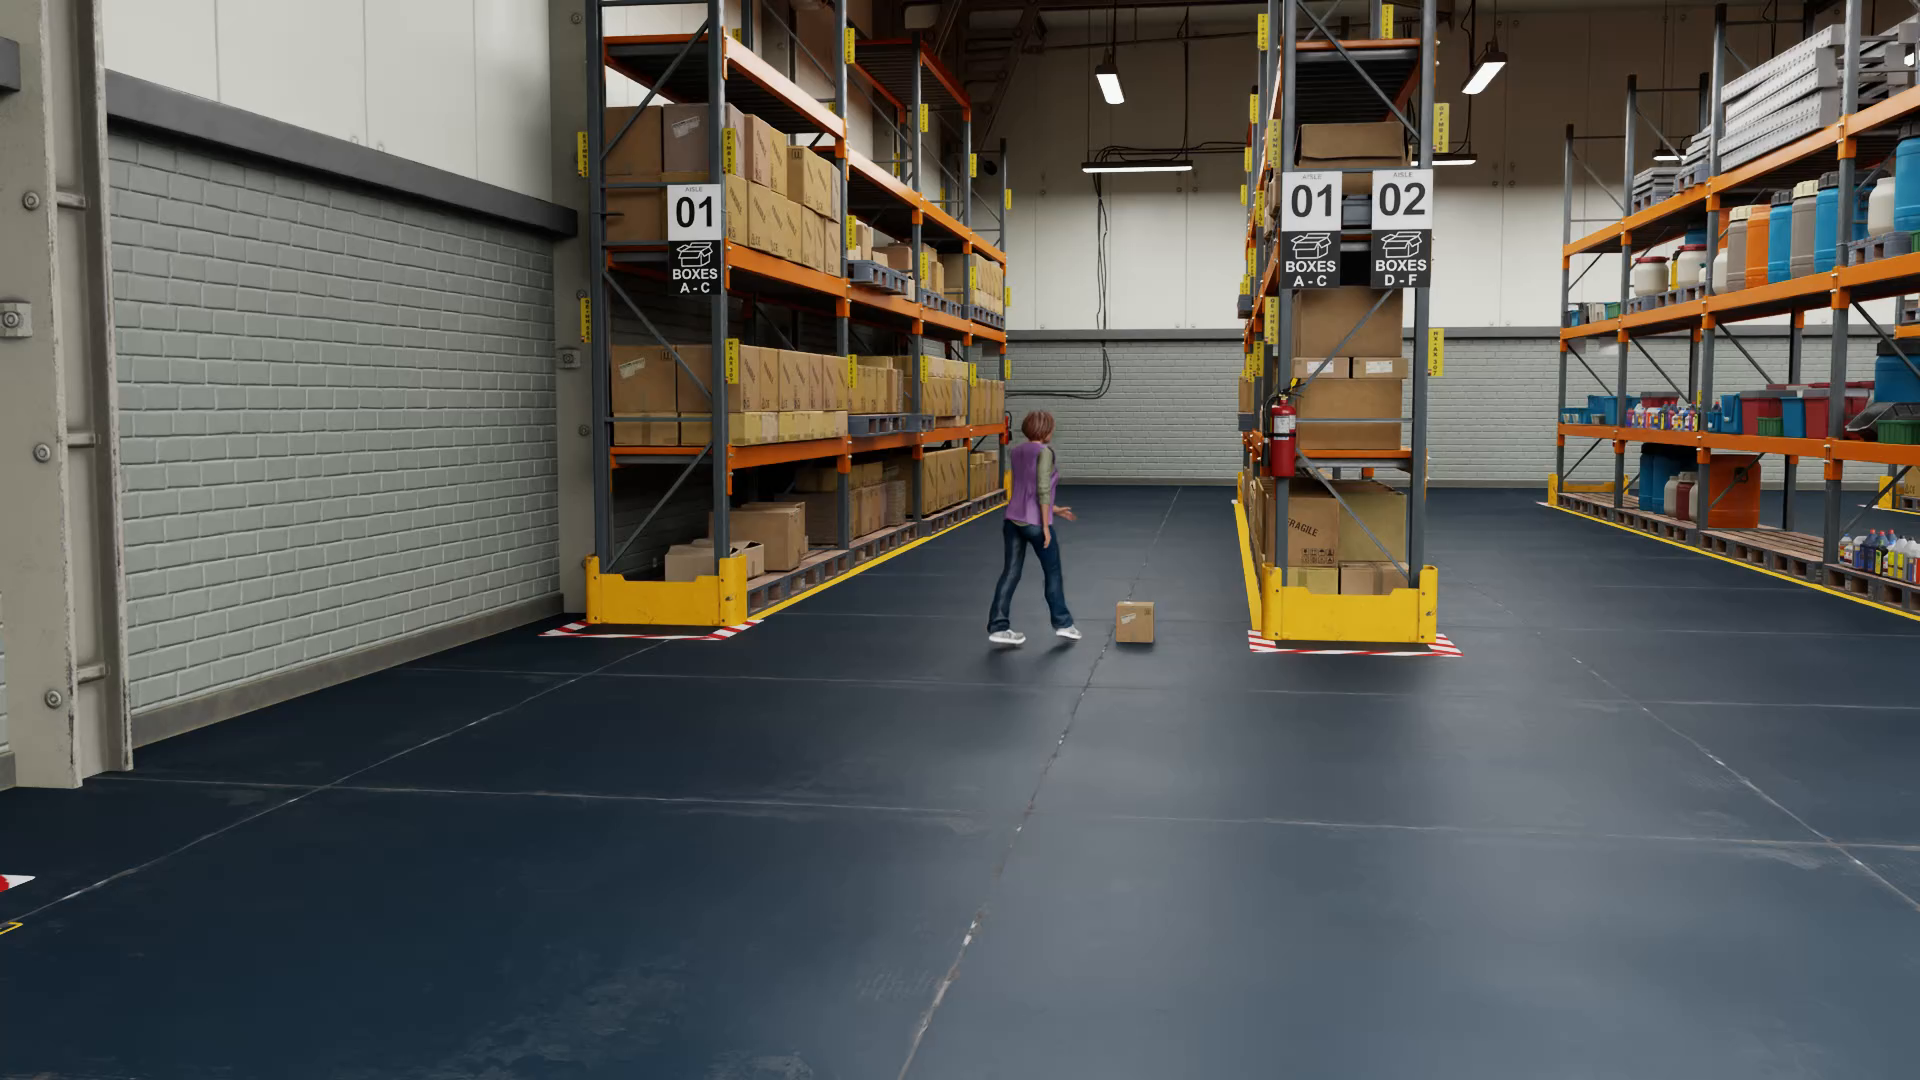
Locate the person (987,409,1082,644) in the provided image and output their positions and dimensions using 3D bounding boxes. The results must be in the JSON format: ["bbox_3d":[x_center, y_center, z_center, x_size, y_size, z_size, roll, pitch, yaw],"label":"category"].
[{"bbox_3d":[0.517,-0.086,11.199,0.786,1.582,0.405,-5,7,-44],"label":"person"}]
